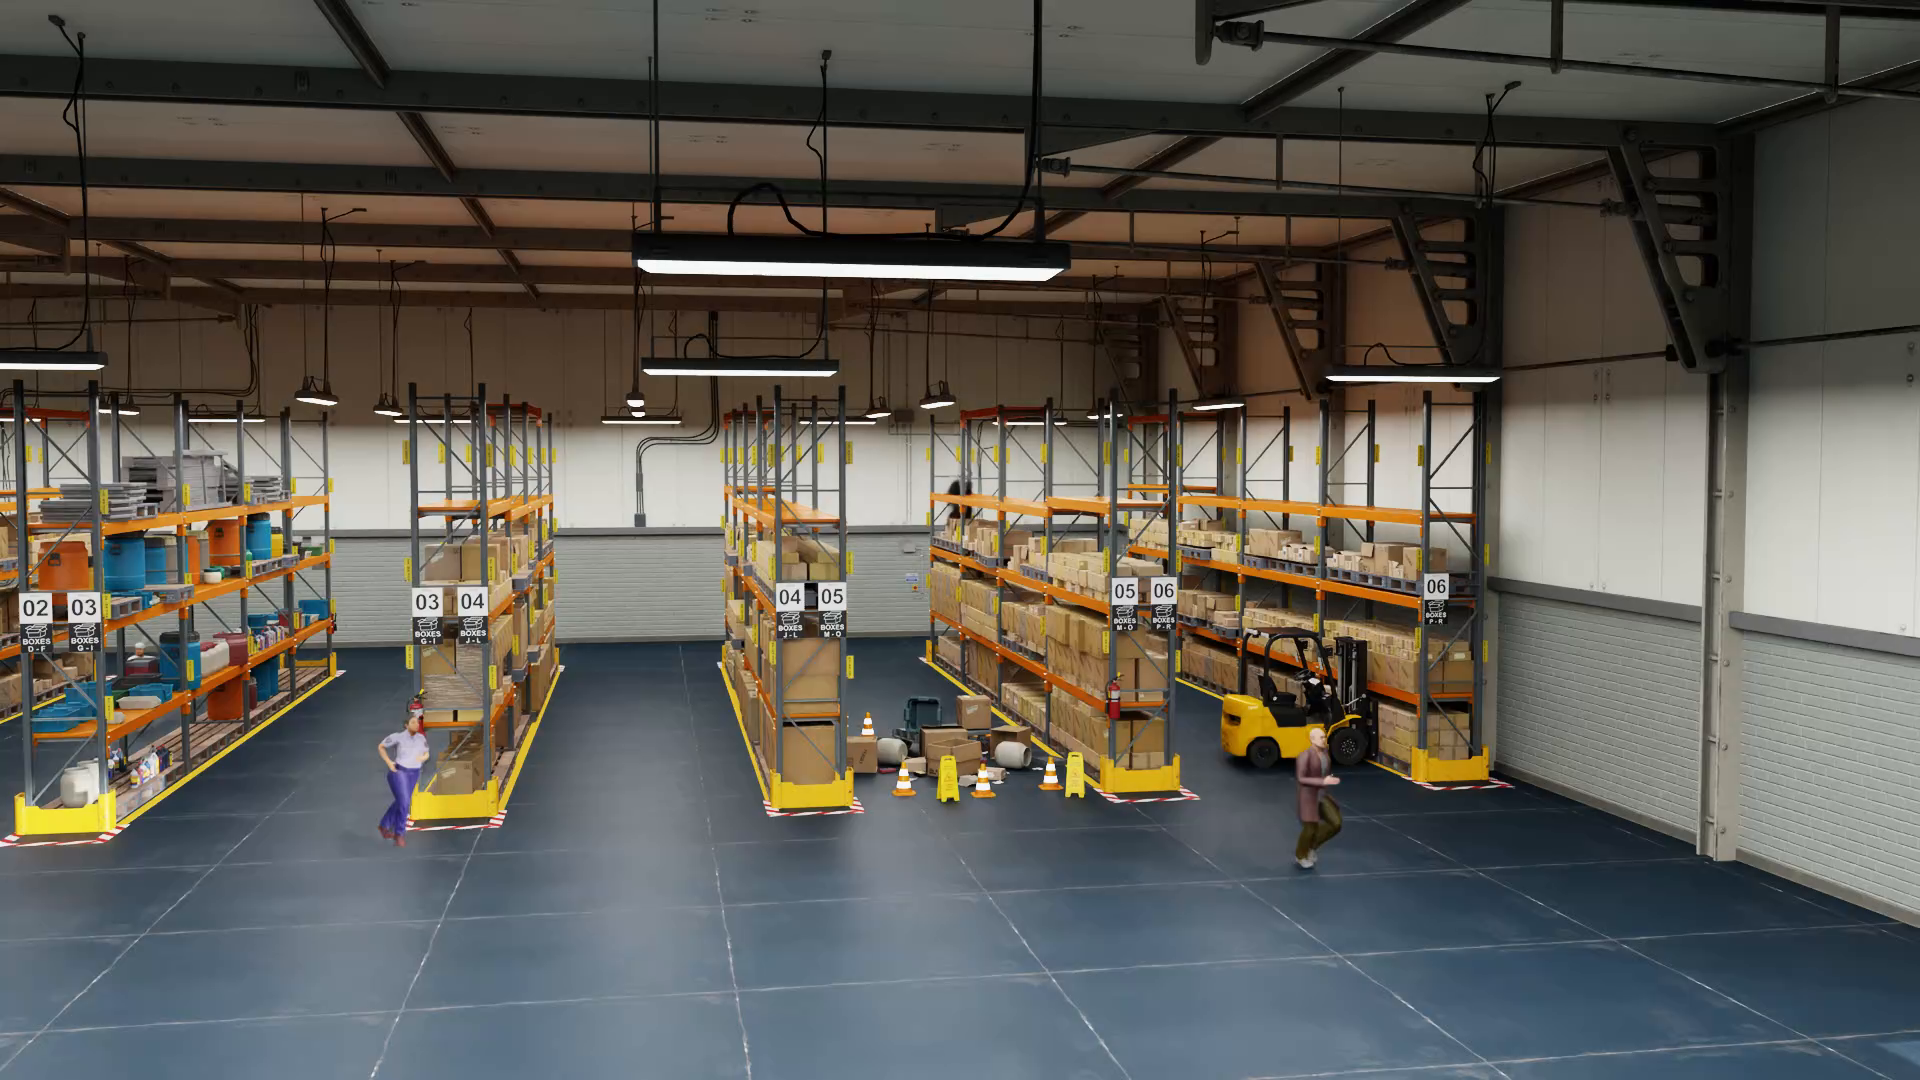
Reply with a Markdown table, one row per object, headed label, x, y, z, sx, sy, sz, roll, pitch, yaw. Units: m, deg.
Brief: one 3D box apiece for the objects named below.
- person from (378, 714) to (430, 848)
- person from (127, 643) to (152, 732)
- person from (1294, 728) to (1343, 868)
| label | x | y | z | sx | sy | sz | roll | pitch | yaw |
| --- | --- | --- | --- | --- | --- | --- | --- | --- | --- |
| person | -7.244 | 3.112 | 21.630 | 0.691 | 1.700 | 0.634 | 2 | 3 | 32 |
| person | -14.847 | 2.671 | 30.119 | 0.586 | 1.609 | 0.543 | -1 | 3 | -16 |
| person | 4.301 | 3.110 | 19.990 | 0.759 | 1.728 | 0.794 | -2 | 4 | -36 |
